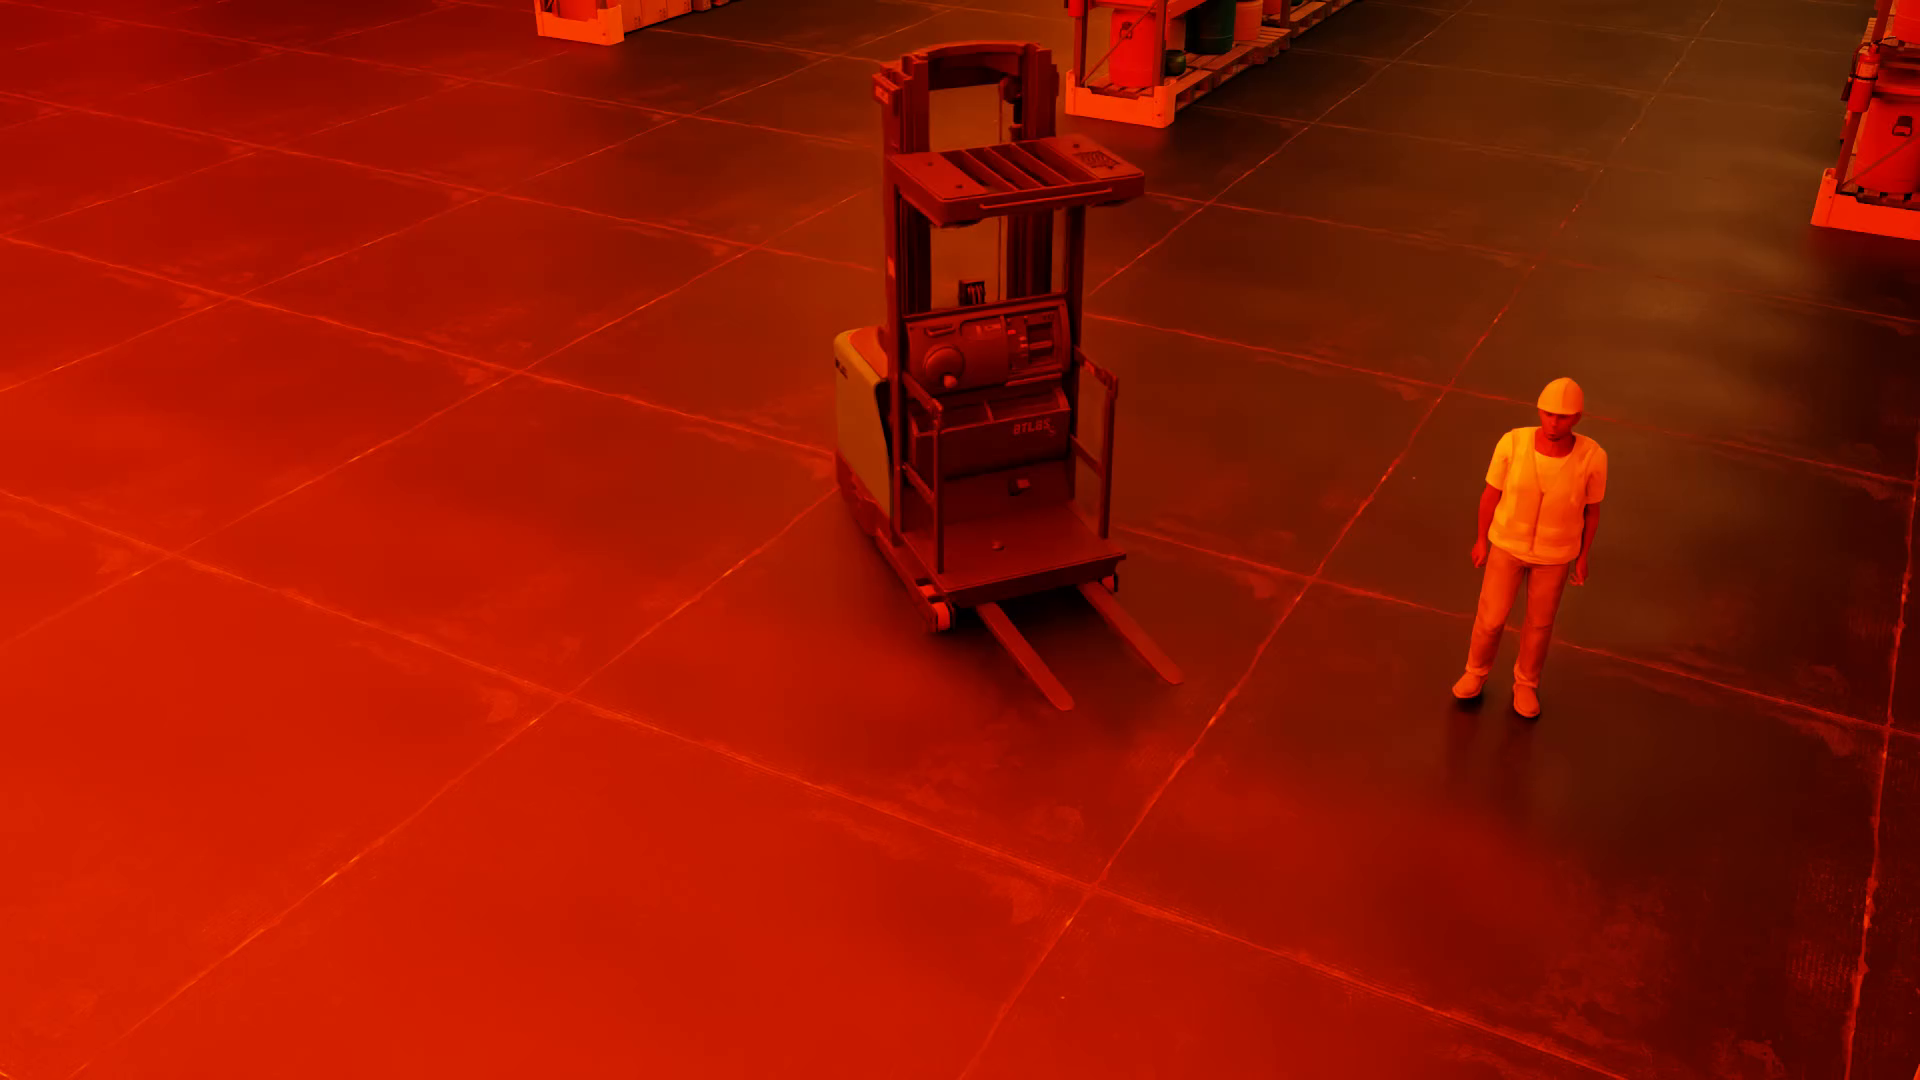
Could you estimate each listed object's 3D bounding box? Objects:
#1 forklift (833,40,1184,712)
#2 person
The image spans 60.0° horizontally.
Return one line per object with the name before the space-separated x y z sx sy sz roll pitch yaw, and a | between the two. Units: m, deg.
forklift | 0.243 -1.004 8.810 1.130 2.935 3.031 -11 32 -19
person | 2.807 0.045 8.159 0.557 1.767 0.387 11 32 18
